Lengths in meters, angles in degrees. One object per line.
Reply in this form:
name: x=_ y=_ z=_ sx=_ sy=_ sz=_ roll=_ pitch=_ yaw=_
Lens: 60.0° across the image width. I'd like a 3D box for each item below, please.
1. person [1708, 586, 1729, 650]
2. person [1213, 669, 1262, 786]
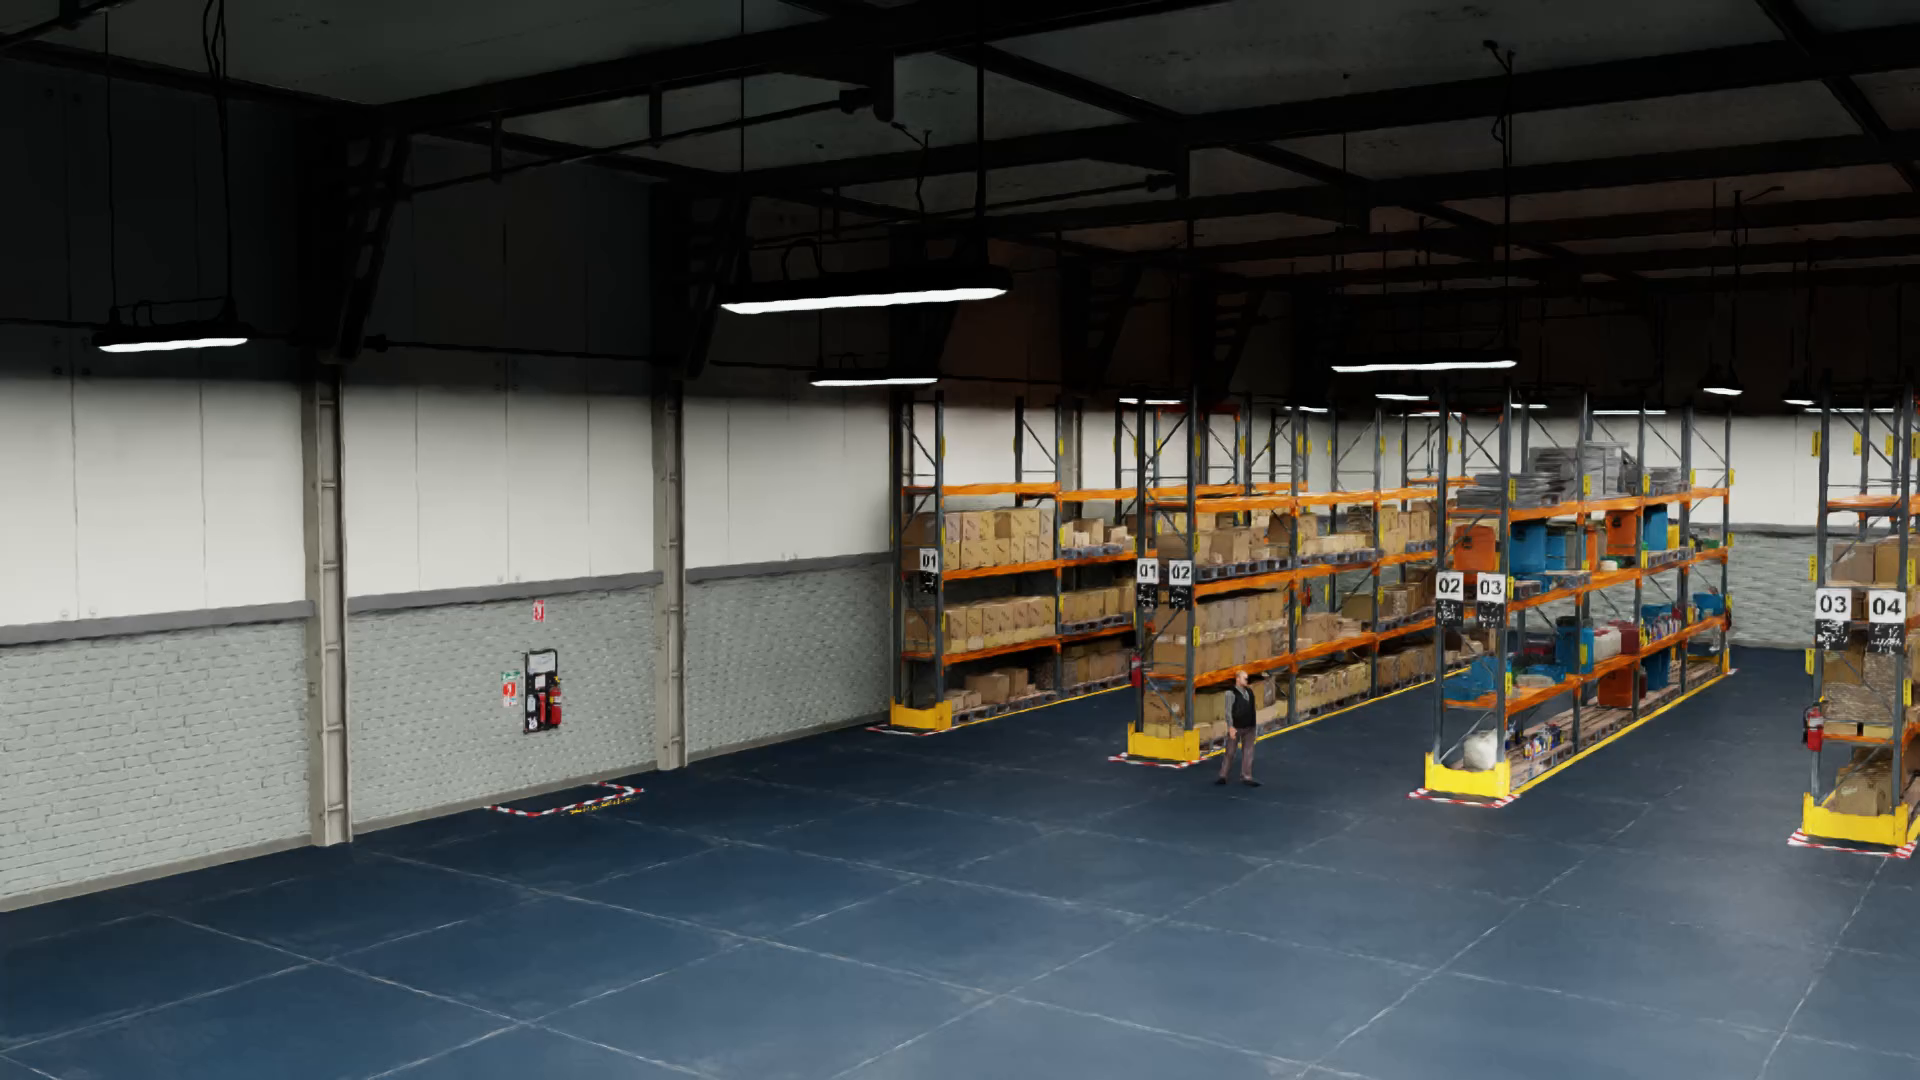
person: x=18.654 y=1.913 z=40.910 sx=0.502 sy=1.589 sz=0.473 roll=-1 pitch=3 yaw=-16
person: x=4.074 y=2.764 z=24.490 sx=0.690 sy=1.723 sz=0.441 roll=-2 pitch=4 yaw=-25
